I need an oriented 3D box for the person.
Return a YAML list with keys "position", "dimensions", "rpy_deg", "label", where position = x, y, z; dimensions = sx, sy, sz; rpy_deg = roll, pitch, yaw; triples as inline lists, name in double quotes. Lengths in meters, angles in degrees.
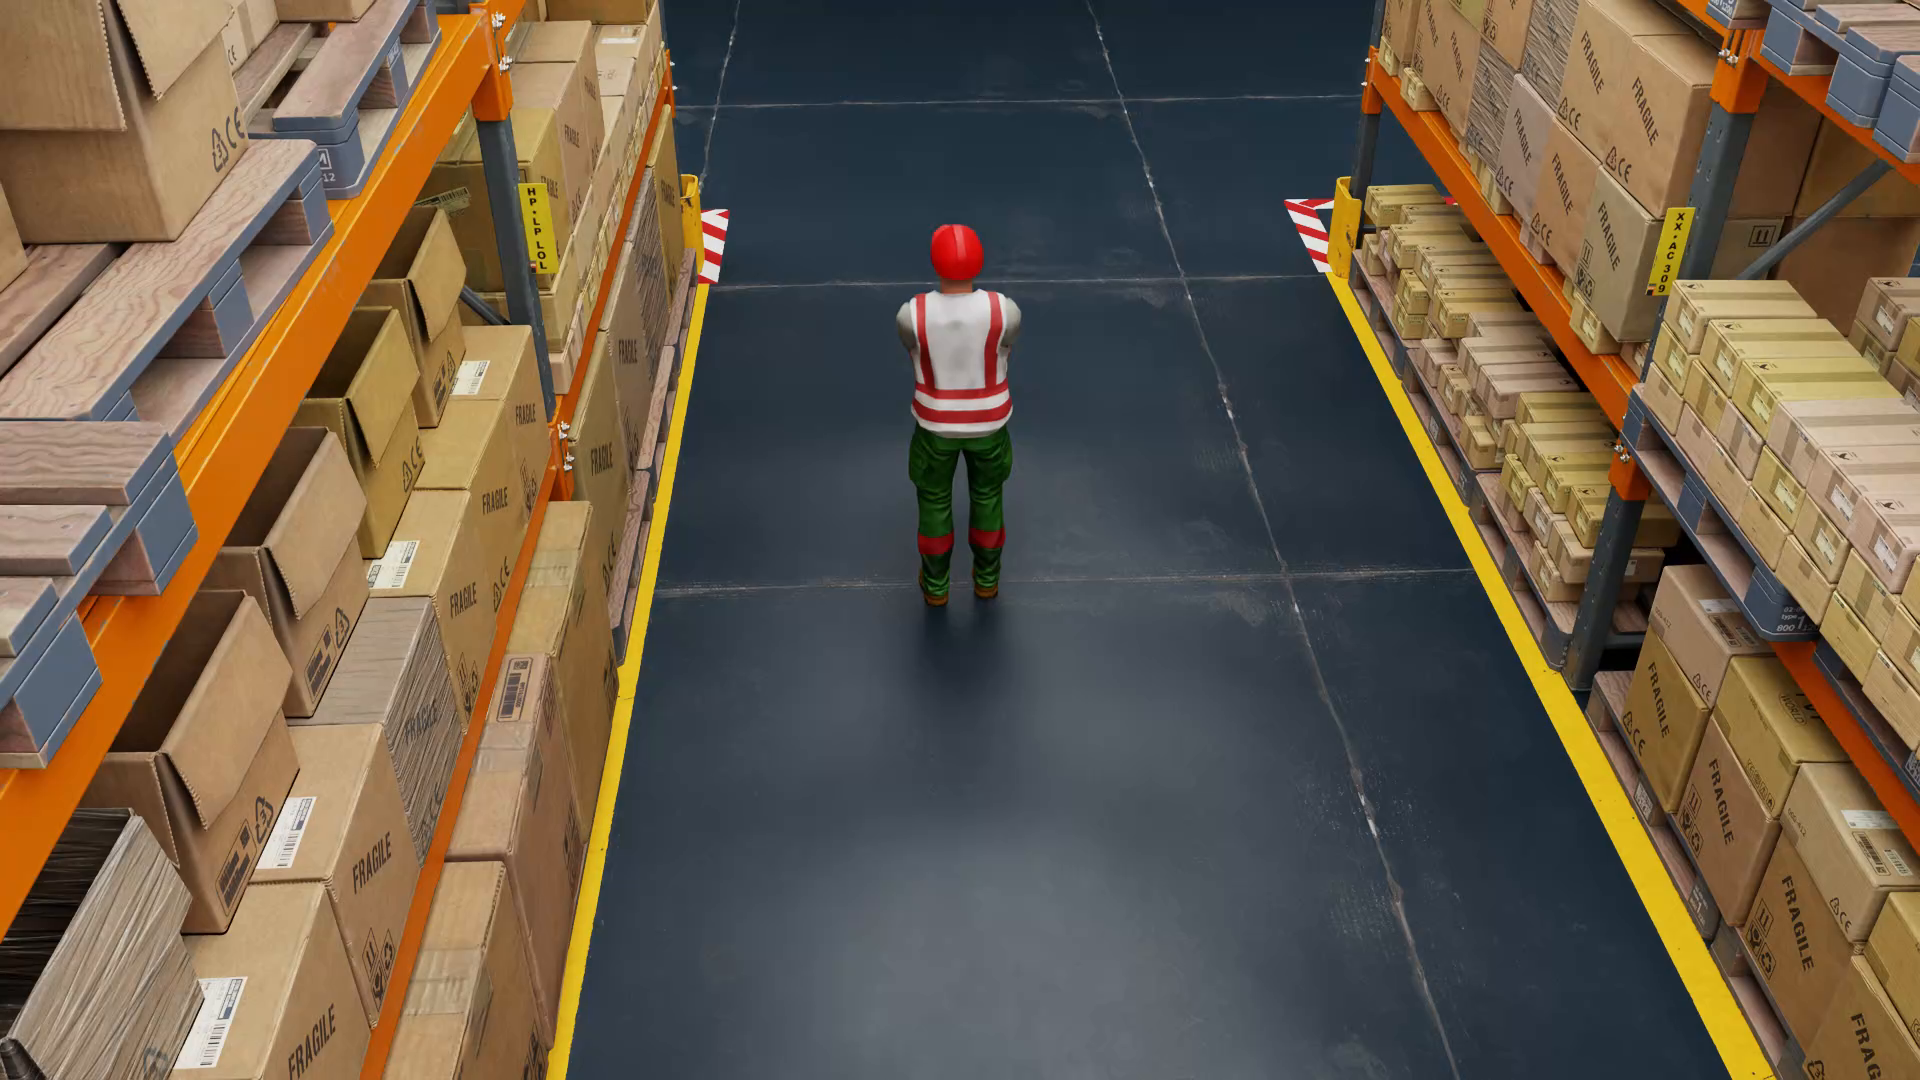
- position: [-0.008, -0.549, 6.916]
  dimensions: [0.493, 1.782, 0.563]
  rpy_deg: [-1, 35, -2]
  label: "person"
